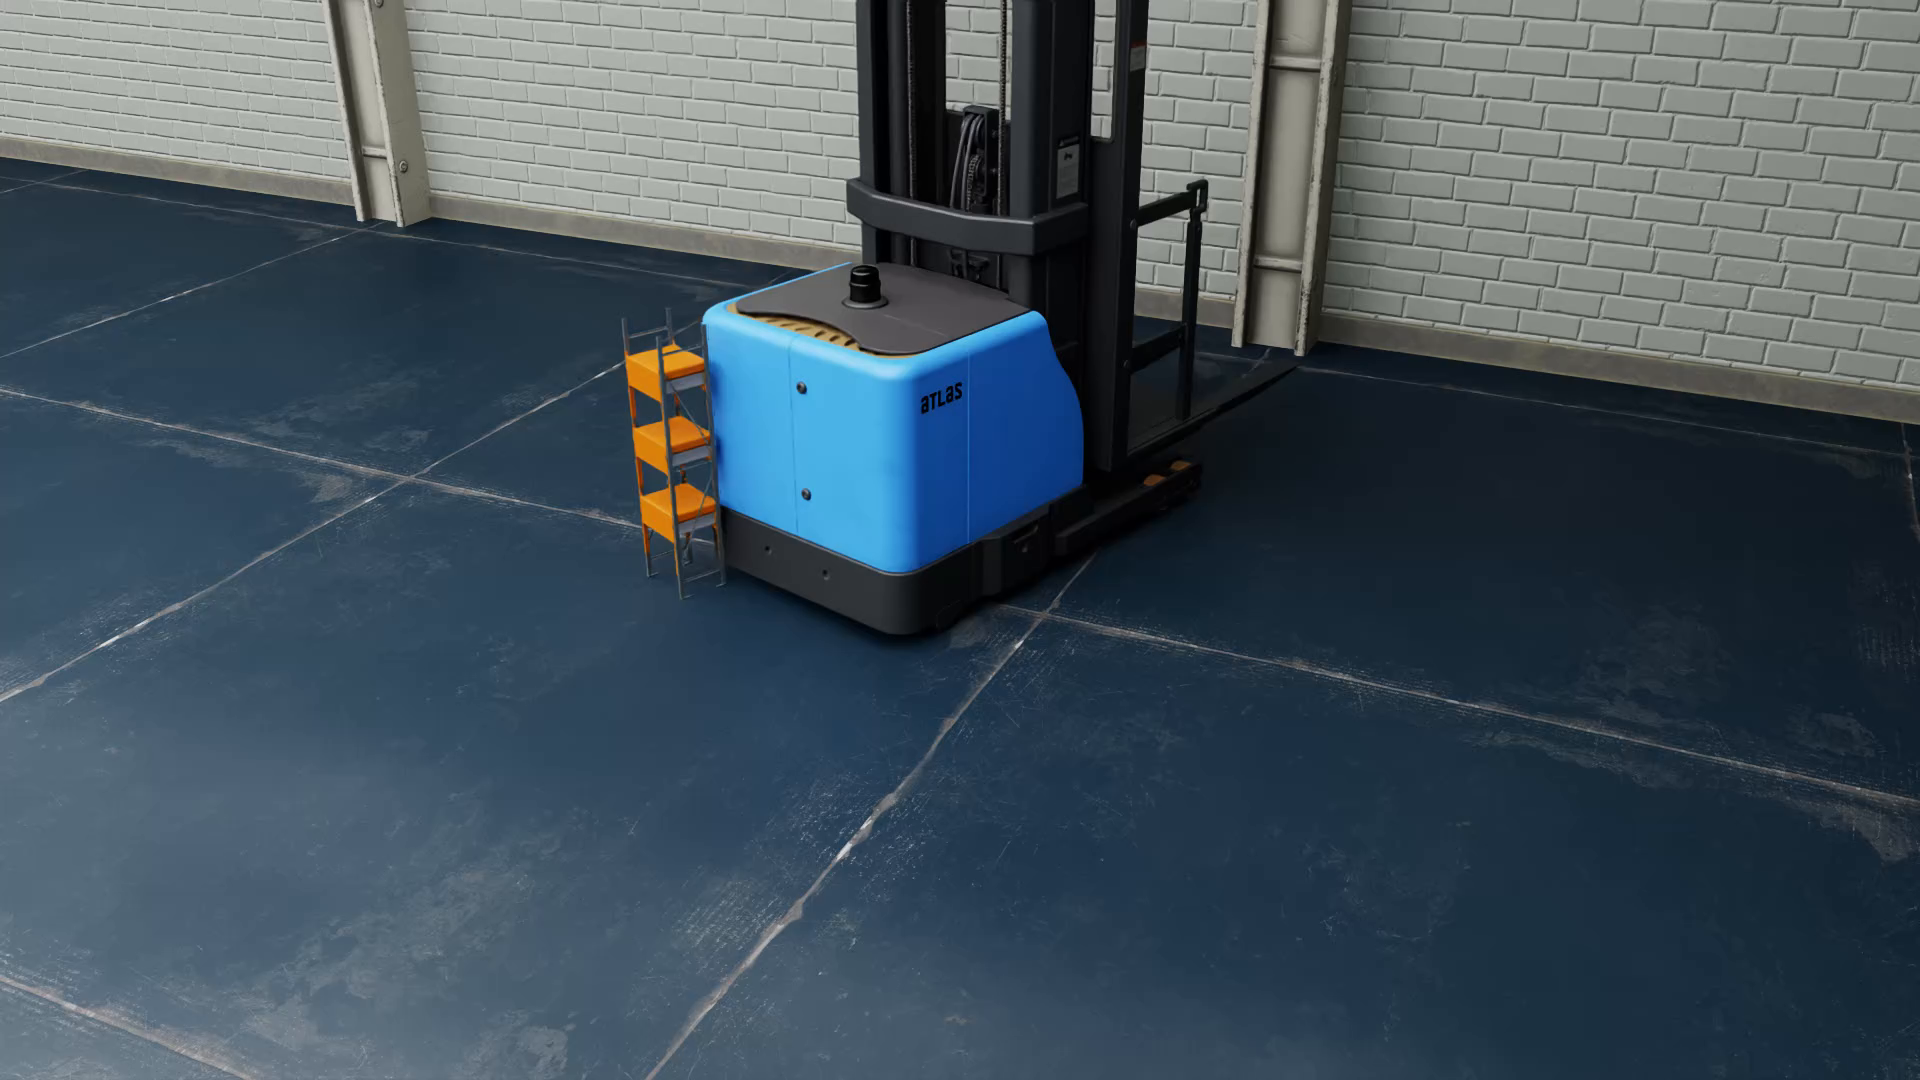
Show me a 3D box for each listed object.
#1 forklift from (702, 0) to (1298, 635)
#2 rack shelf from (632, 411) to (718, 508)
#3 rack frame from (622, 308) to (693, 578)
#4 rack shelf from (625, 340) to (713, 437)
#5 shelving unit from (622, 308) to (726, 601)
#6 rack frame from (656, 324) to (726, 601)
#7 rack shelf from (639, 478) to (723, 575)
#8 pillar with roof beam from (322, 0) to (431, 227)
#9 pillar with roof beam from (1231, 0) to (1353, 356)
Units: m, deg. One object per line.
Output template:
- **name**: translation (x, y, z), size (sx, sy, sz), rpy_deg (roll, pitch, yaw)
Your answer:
- **forklift**: translation (0.386, -1.552, 6.584), size (1.130, 2.935, 3.031), rpy_deg (21, 33, 36)
- **rack shelf**: translation (-1.059, -0.303, 6.198), size (0.215, 0.259, 0.240), rpy_deg (-20, 33, -34)
- **rack frame**: translation (-1.137, -0.354, 6.278), size (0.200, 1.050, 0.008), rpy_deg (-20, 33, -34)
- **rack shelf**: translation (-1.061, -0.557, 6.071), size (0.215, 0.259, 0.240), rpy_deg (-20, 33, -34)
- **shelving unit**: translation (-1.059, -0.312, 6.193), size (0.215, 1.050, 0.252), rpy_deg (-20, 33, -34)
- **rack frame**: translation (-0.982, -0.270, 6.109), size (0.200, 1.050, 0.008), rpy_deg (-20, 33, -34)
- **rack shelf**: translation (-1.057, -0.054, 6.322), size (0.215, 0.259, 0.240), rpy_deg (-20, 33, -34)
- **pillar with roof beam**: translation (-5.557, -4.461, 5.622), size (0.400, 9.000, 9.100), rpy_deg (11, 28, 22)
- **pillar with roof beam**: translation (-0.095, -3.364, 3.394), size (0.400, 9.000, 9.100), rpy_deg (11, 28, 22)
